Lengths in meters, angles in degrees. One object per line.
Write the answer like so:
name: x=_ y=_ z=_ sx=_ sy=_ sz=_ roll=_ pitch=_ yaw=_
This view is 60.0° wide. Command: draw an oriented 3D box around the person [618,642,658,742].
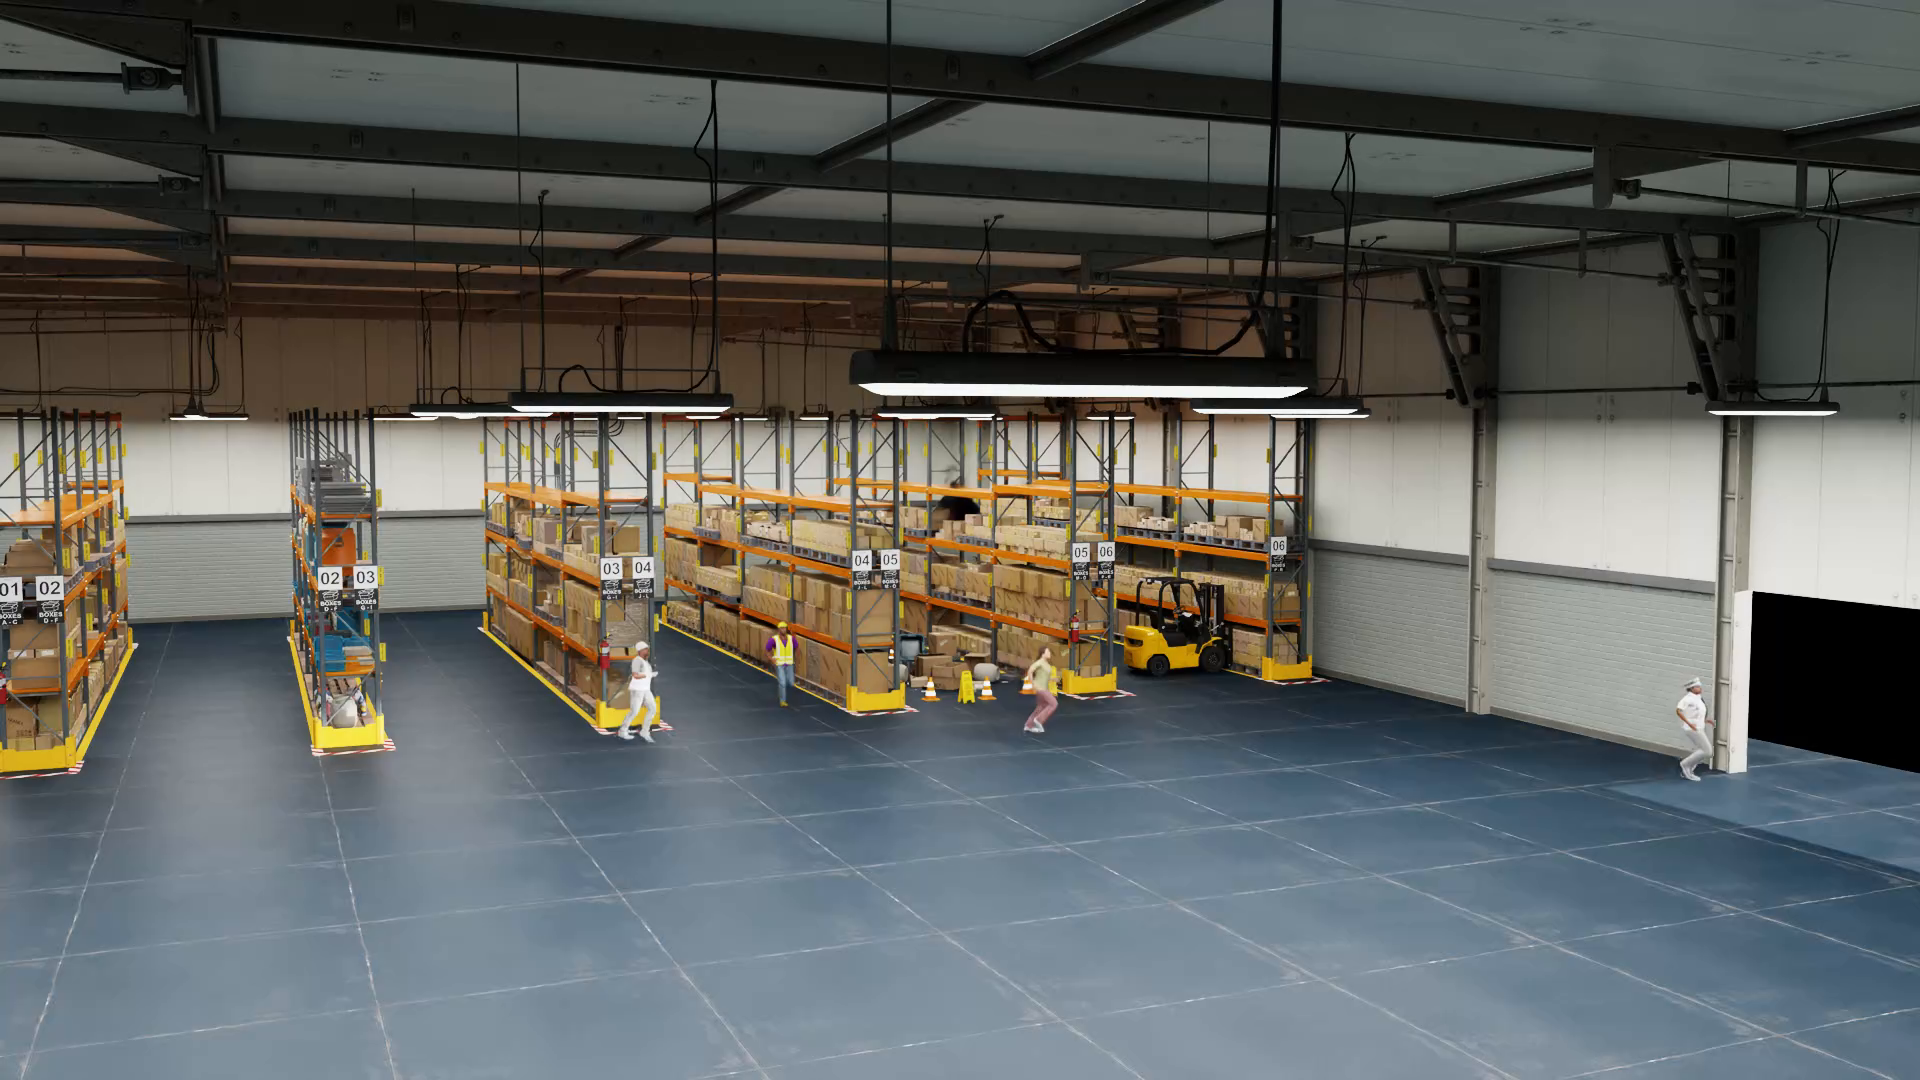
person: x=-5.754 y=2.746 z=29.979 sx=0.751 sy=1.833 sz=0.679 roll=1 pitch=4 yaw=11

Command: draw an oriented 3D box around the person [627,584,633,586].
person: x=-9.626 y=1.558 z=48.052 sx=0.659 sy=1.634 sz=0.500 roll=3 pitch=5 yaw=35

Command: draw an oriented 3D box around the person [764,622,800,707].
person: x=-3.600 y=2.505 z=33.685 sx=0.749 sy=1.720 sz=0.623 roll=-2 pitch=4 yaw=-25

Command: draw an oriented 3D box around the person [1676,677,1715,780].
person: x=11.802 y=3.030 z=26.643 sx=0.507 sy=1.663 sz=0.577 roll=3 pitch=5 yaw=37

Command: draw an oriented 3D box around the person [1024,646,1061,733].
person: x=1.511 y=2.757 z=30.656 sx=0.692 sy=1.612 sz=0.505 roll=1 pitch=4 yaw=17
